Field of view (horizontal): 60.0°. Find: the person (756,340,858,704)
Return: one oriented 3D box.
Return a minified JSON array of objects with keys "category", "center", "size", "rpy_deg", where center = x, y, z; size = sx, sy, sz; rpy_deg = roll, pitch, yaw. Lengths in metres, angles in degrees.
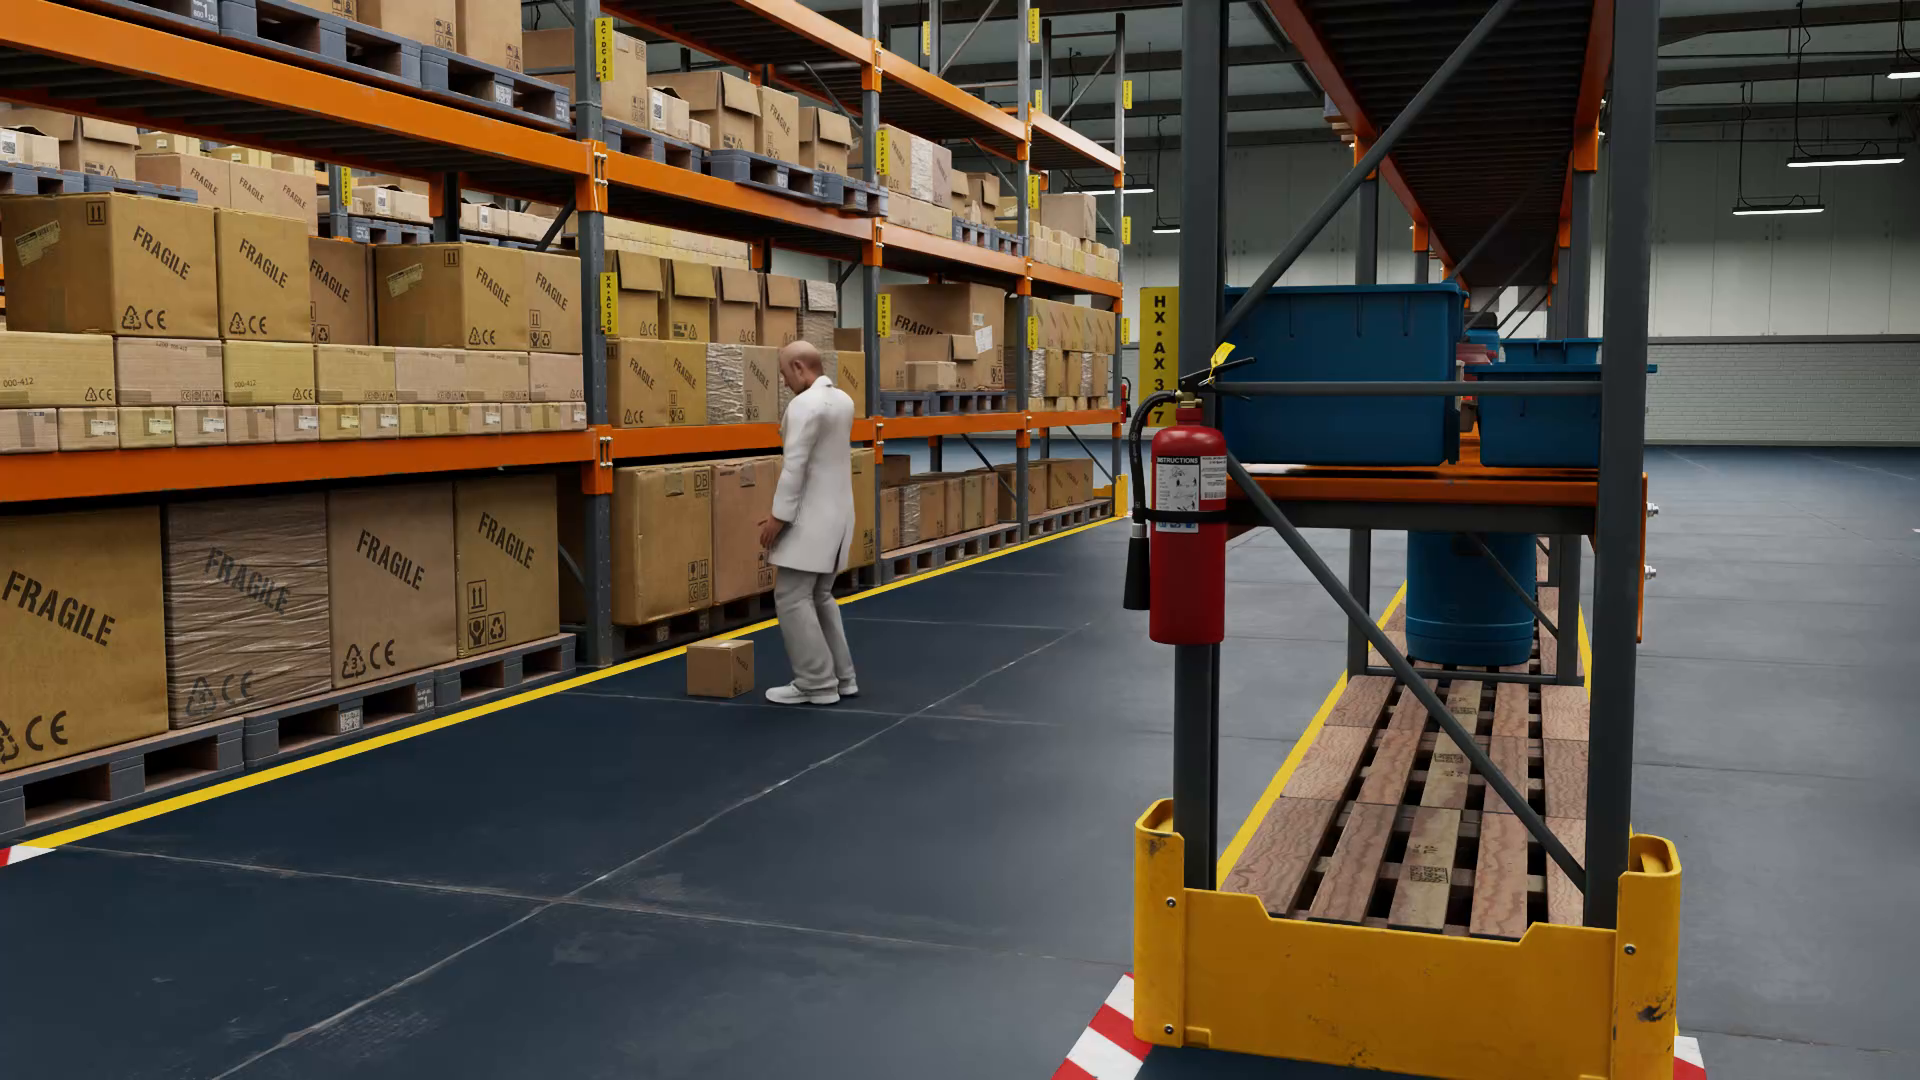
[{"category":"person","center":[-0.734,-0.086,8.085],"size":[0.389,1.758,0.575],"rpy_deg":[2,5,20]}]
